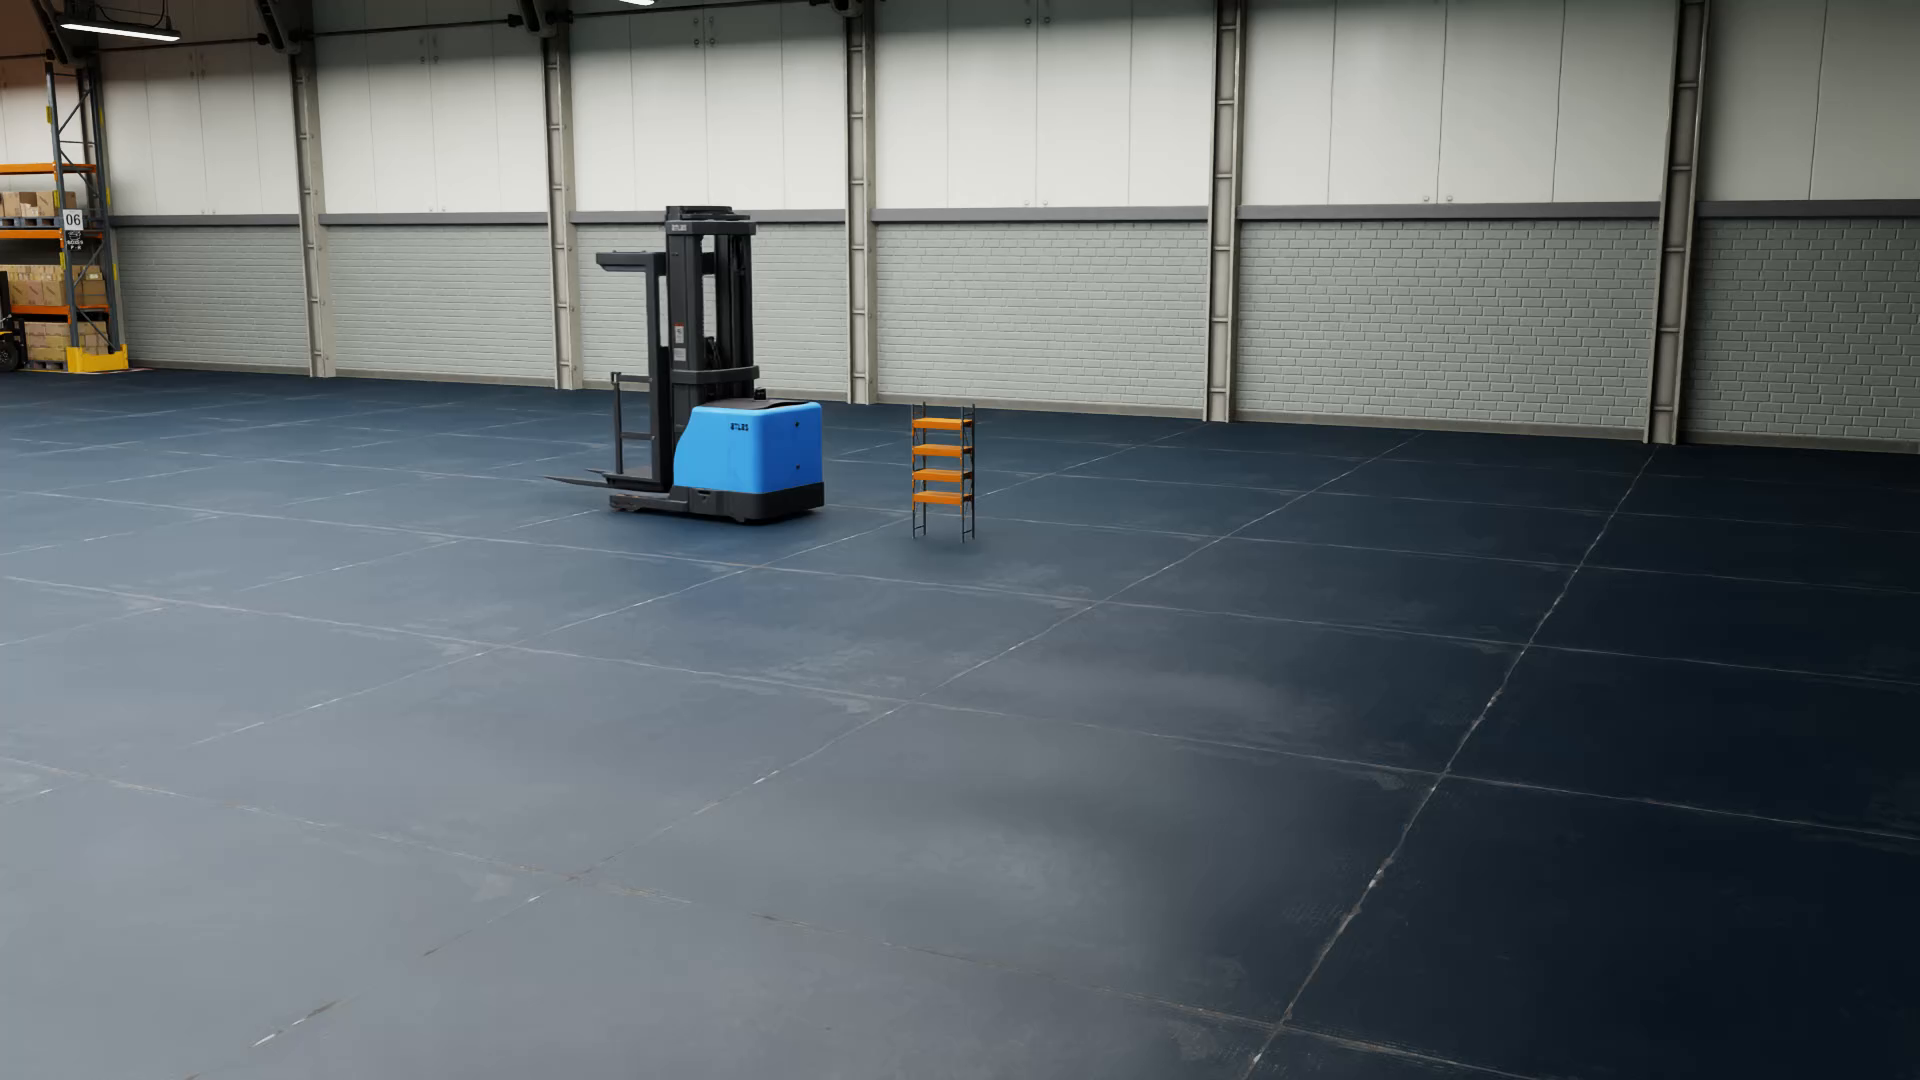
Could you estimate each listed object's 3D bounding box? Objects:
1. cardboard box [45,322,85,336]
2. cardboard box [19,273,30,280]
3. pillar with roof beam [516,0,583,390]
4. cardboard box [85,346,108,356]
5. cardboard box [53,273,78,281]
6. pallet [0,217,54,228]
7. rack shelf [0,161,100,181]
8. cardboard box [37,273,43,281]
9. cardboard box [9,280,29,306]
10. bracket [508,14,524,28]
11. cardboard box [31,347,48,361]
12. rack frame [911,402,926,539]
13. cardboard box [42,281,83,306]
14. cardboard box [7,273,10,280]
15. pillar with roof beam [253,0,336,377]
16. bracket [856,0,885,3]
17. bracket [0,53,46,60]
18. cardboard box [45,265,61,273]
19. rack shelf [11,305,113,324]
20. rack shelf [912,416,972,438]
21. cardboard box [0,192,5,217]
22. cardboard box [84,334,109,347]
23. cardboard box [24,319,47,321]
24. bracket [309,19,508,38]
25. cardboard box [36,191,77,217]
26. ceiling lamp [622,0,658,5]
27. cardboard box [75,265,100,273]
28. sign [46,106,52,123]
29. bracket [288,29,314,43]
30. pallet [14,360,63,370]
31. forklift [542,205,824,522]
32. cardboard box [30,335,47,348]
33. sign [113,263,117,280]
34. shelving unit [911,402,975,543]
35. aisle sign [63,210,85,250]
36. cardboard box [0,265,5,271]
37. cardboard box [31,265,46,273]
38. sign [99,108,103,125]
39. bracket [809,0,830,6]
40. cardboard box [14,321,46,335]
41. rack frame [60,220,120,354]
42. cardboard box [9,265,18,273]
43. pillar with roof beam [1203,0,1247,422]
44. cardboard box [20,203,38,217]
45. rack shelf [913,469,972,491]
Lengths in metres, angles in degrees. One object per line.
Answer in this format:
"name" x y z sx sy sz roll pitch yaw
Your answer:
"cardboard box" -18.048 -4.252 33.537 0.500 0.250 0.500 5 12 28
"cardboard box" -18.857 -5.352 33.775 0.250 0.149 0.380 5 11 24
"pillar with roof beam" -8.866 -6.438 25.034 0.548 9.000 9.100 5 11 26
"cardboard box" -17.851 -3.844 34.087 0.500 0.250 0.500 5 11 26
"cardboard box" -17.932 -5.271 33.330 0.250 0.149 0.380 5 11 27
"pallet" -19.218 -6.508 34.095 1.213 0.211 1.003 5 11 26
"rack shelf" -19.290 -7.479 33.930 4.000 0.370 1.077 5 11 26
"cardboard box" -18.380 -5.317 33.582 0.250 0.149 0.380 5 12 27
"cardboard box" -18.975 -5.049 33.924 0.500 0.500 0.500 5 11 25
"bracket" -7.490 -8.873 28.380 0.430 0.232 0.235 5 11 26
"cardboard box" -18.500 -3.801 33.852 0.500 0.250 0.500 5 11 26
"rack frame" -0.367 -0.623 14.802 0.015 1.200 0.240 5 11 26
"cardboard box" -18.054 -4.966 33.467 0.500 0.500 0.500 5 11 25
"cardboard box" -19.277 -5.402 34.056 0.250 0.149 0.380 5 11 25
"pillar with roof beam" -14.247 -6.911 27.646 0.548 9.000 9.100 5 11 26
"bracket" -1.365 -8.334 25.406 0.430 0.232 0.235 5 11 26
"bracket" -20.562 -10.021 34.726 4.783 0.066 0.076 5 11 26
"cardboard box" -18.146 -5.444 33.450 0.250 0.149 0.380 5 11 26
"rack shelf" -19.290 -4.724 34.428 4.000 0.370 1.077 5 11 26
"rack shelf" -0.148 -0.990 14.625 0.480 0.148 0.258 5 11 26
"cardboard box" -19.384 -6.848 33.971 0.637 0.503 0.797 5 12 28
"cardboard box" -17.827 -4.090 34.044 0.500 0.250 0.500 5 12 27
"cardboard box" -19.194 -4.455 34.659 0.500 0.250 0.500 5 11 25
"bracket" -9.801 -9.076 29.501 4.783 0.066 0.076 5 11 26
"cardboard box" -18.002 -6.697 33.149 0.500 0.500 0.500 5 12 28
"ceiling lamp" -4.555 -8.843 21.934 0.800 3.185 2.000 5 11 26
"cardboard box" -17.704 -5.496 33.735 0.250 0.149 0.380 5 11 25
"sign" -17.750 -8.285 32.396 0.005 0.325 0.100 5 11 26
"bracket" -12.127 -9.280 30.631 0.430 0.232 0.235 5 11 26
"pallet" -19.291 -3.698 34.570 1.213 0.211 1.003 5 11 26
"forklift" -2.838 -1.780 16.336 3.031 2.935 1.130 6 12 32
"cardboard box" -18.517 -4.050 33.820 0.500 0.250 0.500 5 11 25
"sign" -17.246 -5.473 33.896 0.005 0.325 0.100 5 11 26
"shelving unit" -0.148 -0.603 14.695 0.503 1.200 0.258 5 11 26
"aisle sign" -17.568 -6.147 32.974 0.004 0.787 0.394 5 11 26
"cardboard box" -19.508 -5.572 34.157 0.250 0.149 0.380 5 11 26
"cardboard box" -18.583 -5.492 33.714 0.250 0.149 0.380 5 11 26
"sign" -17.246 -8.498 33.349 0.005 0.325 0.100 5 11 26
"bracket" -2.110 -8.400 25.767 0.430 0.232 0.235 5 11 26
"cardboard box" -18.965 -4.330 33.965 0.500 0.250 0.500 5 11 27
"rack frame" -17.497 -4.920 33.493 0.127 3.000 1.000 5 11 26
"cardboard box" -19.100 -5.514 33.837 0.250 0.149 0.380 5 12 27
"pillar with roof beam" 1.895 -5.492 19.809 0.400 9.000 9.100 5 11 26
"cardboard box" -18.602 -6.623 33.395 0.258 0.266 0.396 5 11 26
"rack shelf" -0.148 -0.537 14.707 0.480 0.148 0.258 5 11 26
